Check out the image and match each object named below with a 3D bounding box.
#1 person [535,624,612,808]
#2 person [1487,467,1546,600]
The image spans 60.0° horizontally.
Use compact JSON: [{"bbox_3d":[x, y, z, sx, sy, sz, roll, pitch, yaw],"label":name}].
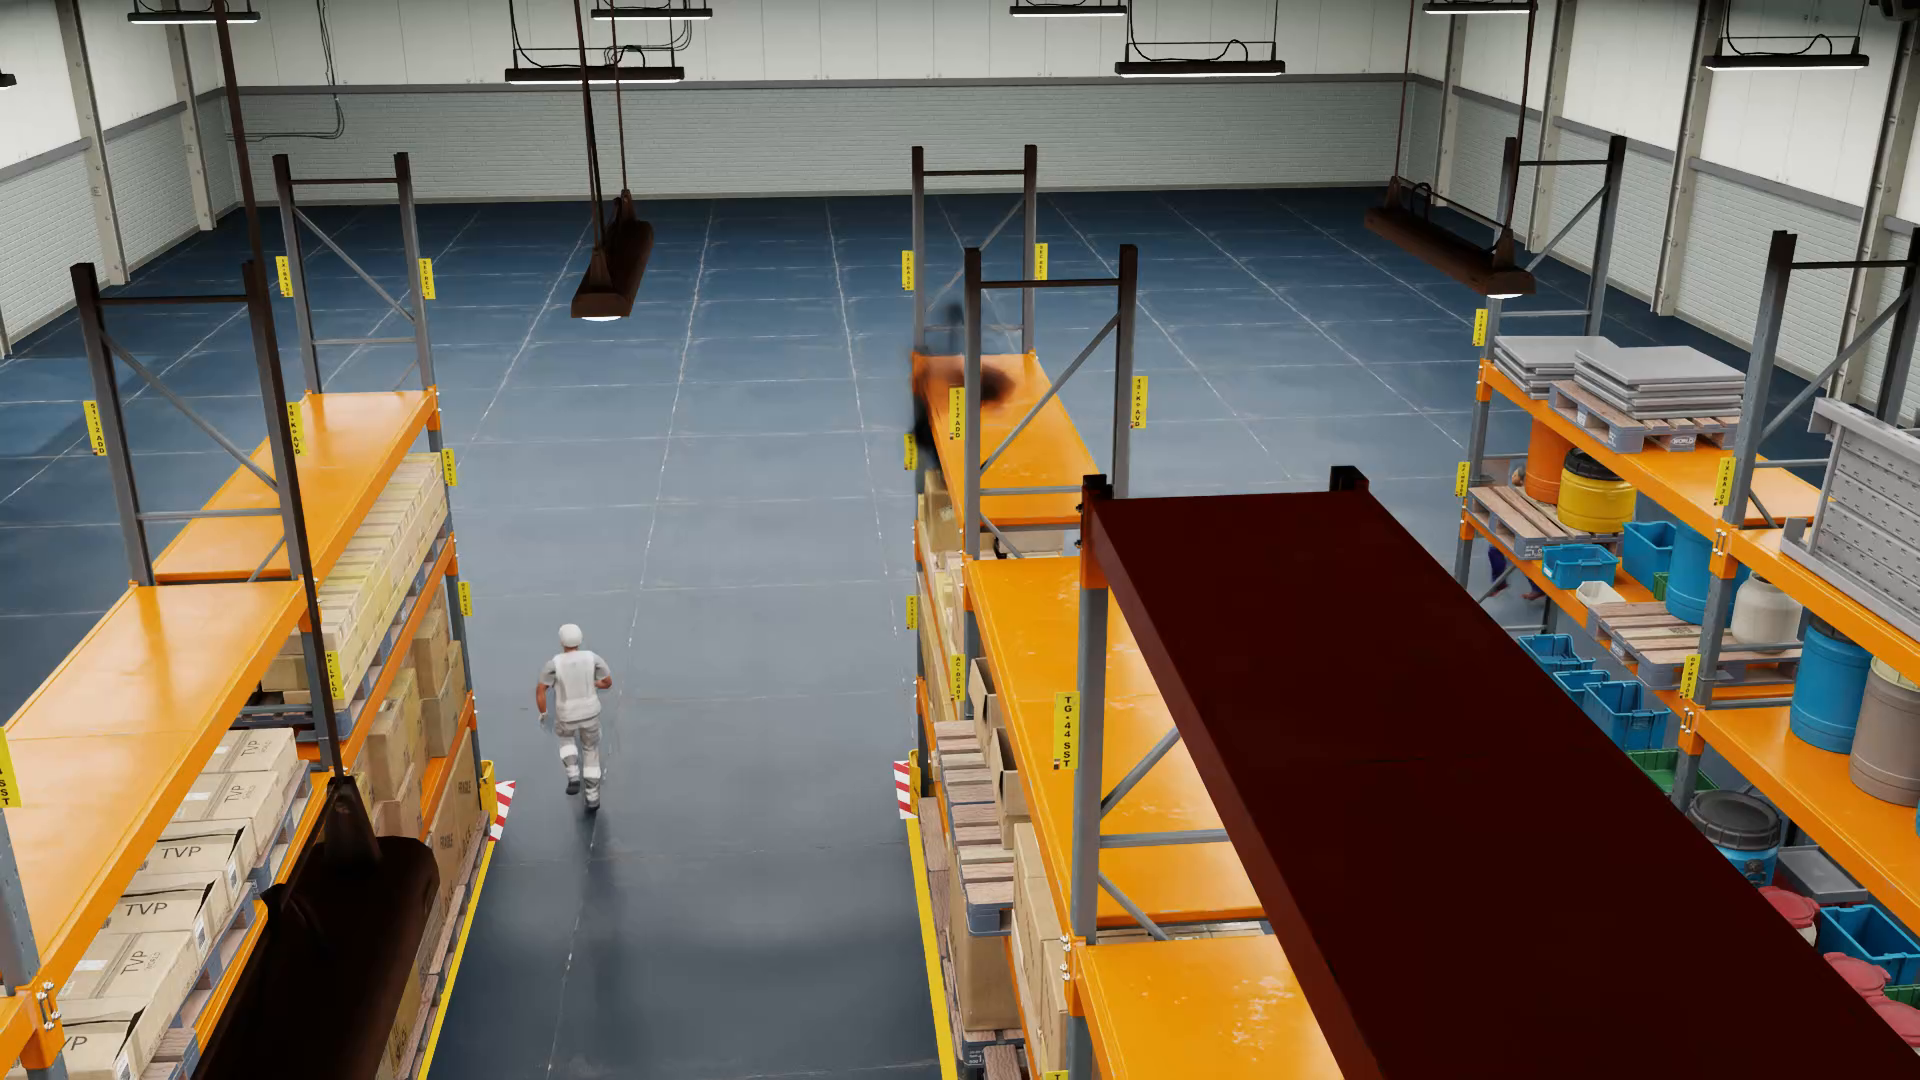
[{"bbox_3d":[-3.536,1.574,15.287,0.693,1.743,0.660,-6,22,-15],"label":"person"},{"bbox_3d":[6.558,-0.051,19.563,0.808,1.706,0.570,4,22,9],"label":"person"}]
